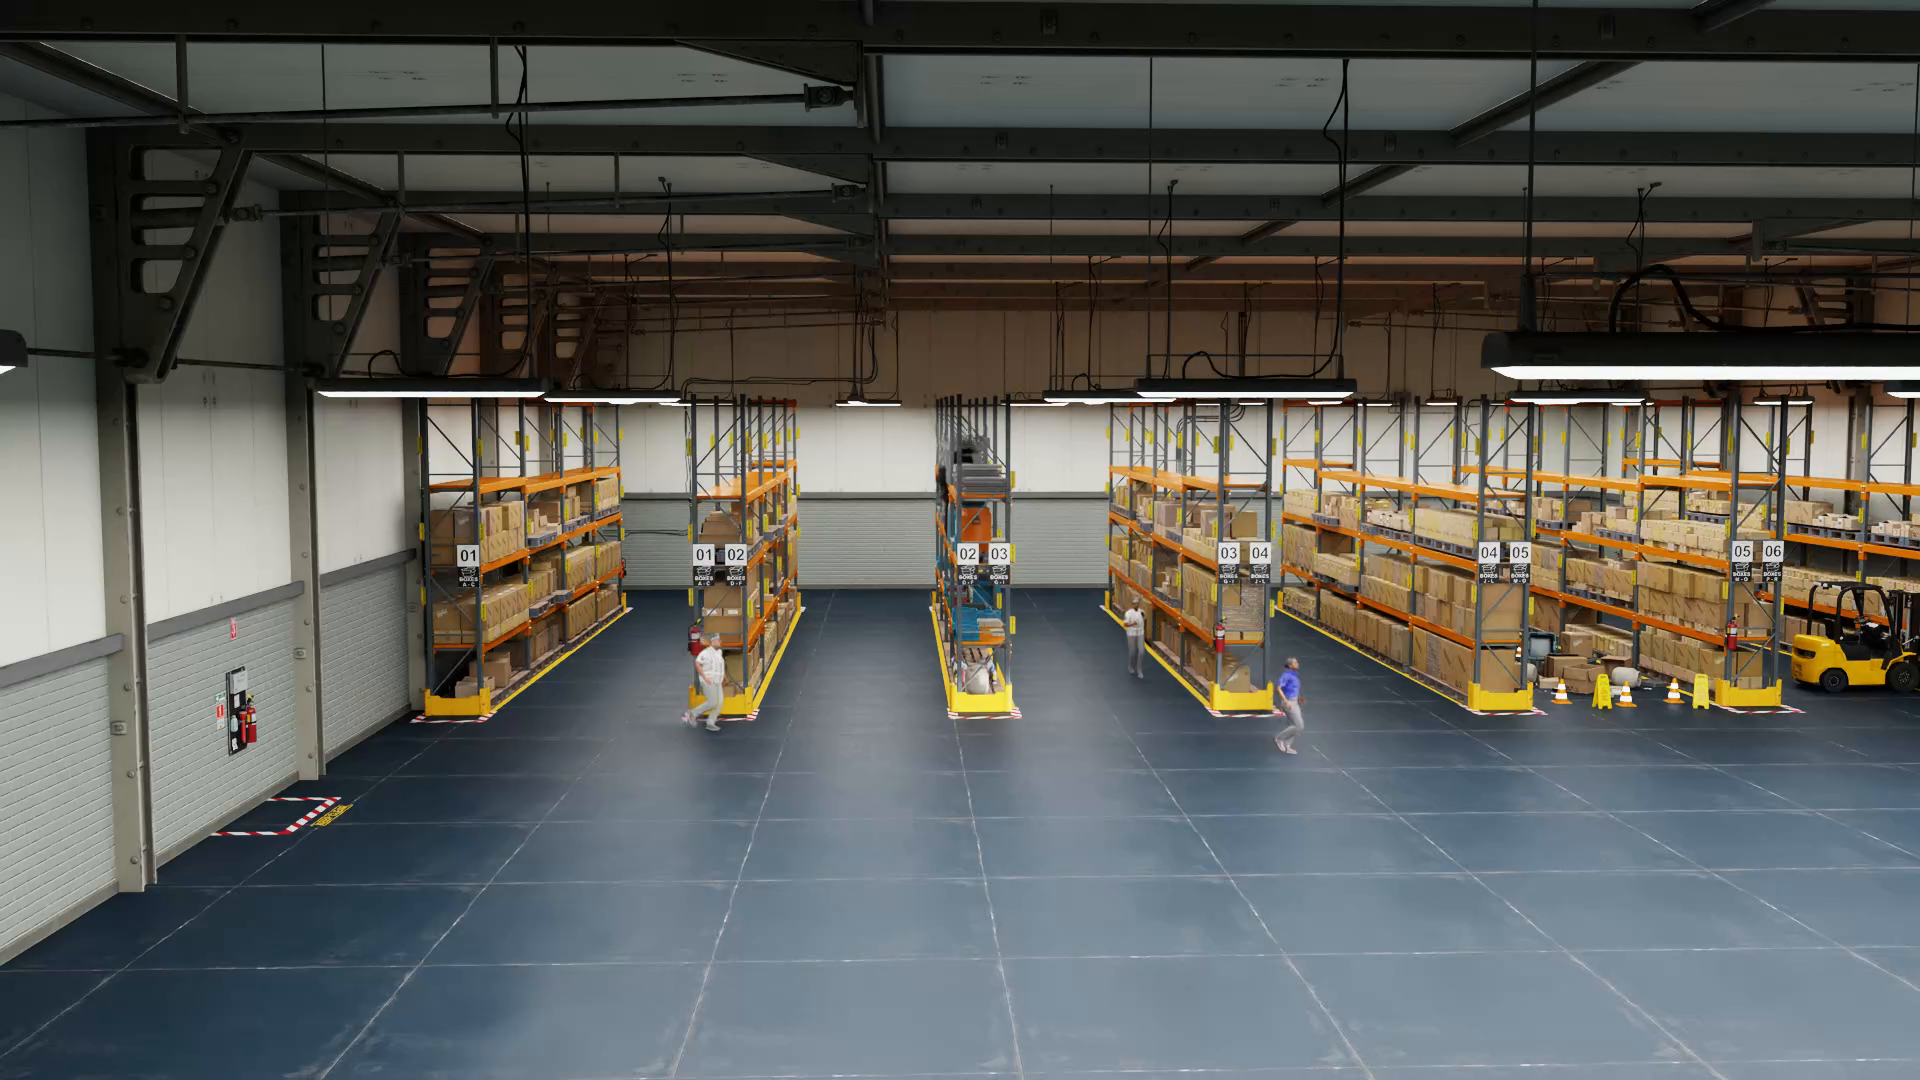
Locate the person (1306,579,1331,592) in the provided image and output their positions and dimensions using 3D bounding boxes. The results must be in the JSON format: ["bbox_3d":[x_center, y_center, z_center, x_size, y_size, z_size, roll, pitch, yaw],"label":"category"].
[{"bbox_3d":[10.403,0.995,48.893,1.027,1.733,0.772,4,6,42],"label":"person"}]

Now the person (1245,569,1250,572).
[{"bbox_3d":[7.914,1.115,47.769,0.794,1.694,0.571,4,6,41],"label":"person"}]

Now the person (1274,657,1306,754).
[{"bbox_3d":[5.490,2.746,27.608,0.493,1.620,0.580,2,5,26],"label":"person"}]

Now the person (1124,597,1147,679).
[{"bbox_3d":[3.763,2.084,35.558,0.556,1.750,0.714,0,5,-5],"label":"person"}]

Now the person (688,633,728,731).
[{"bbox_3d":[-4.469,2.518,29.812,0.606,1.724,0.726,2,5,24],"label":"person"}]
